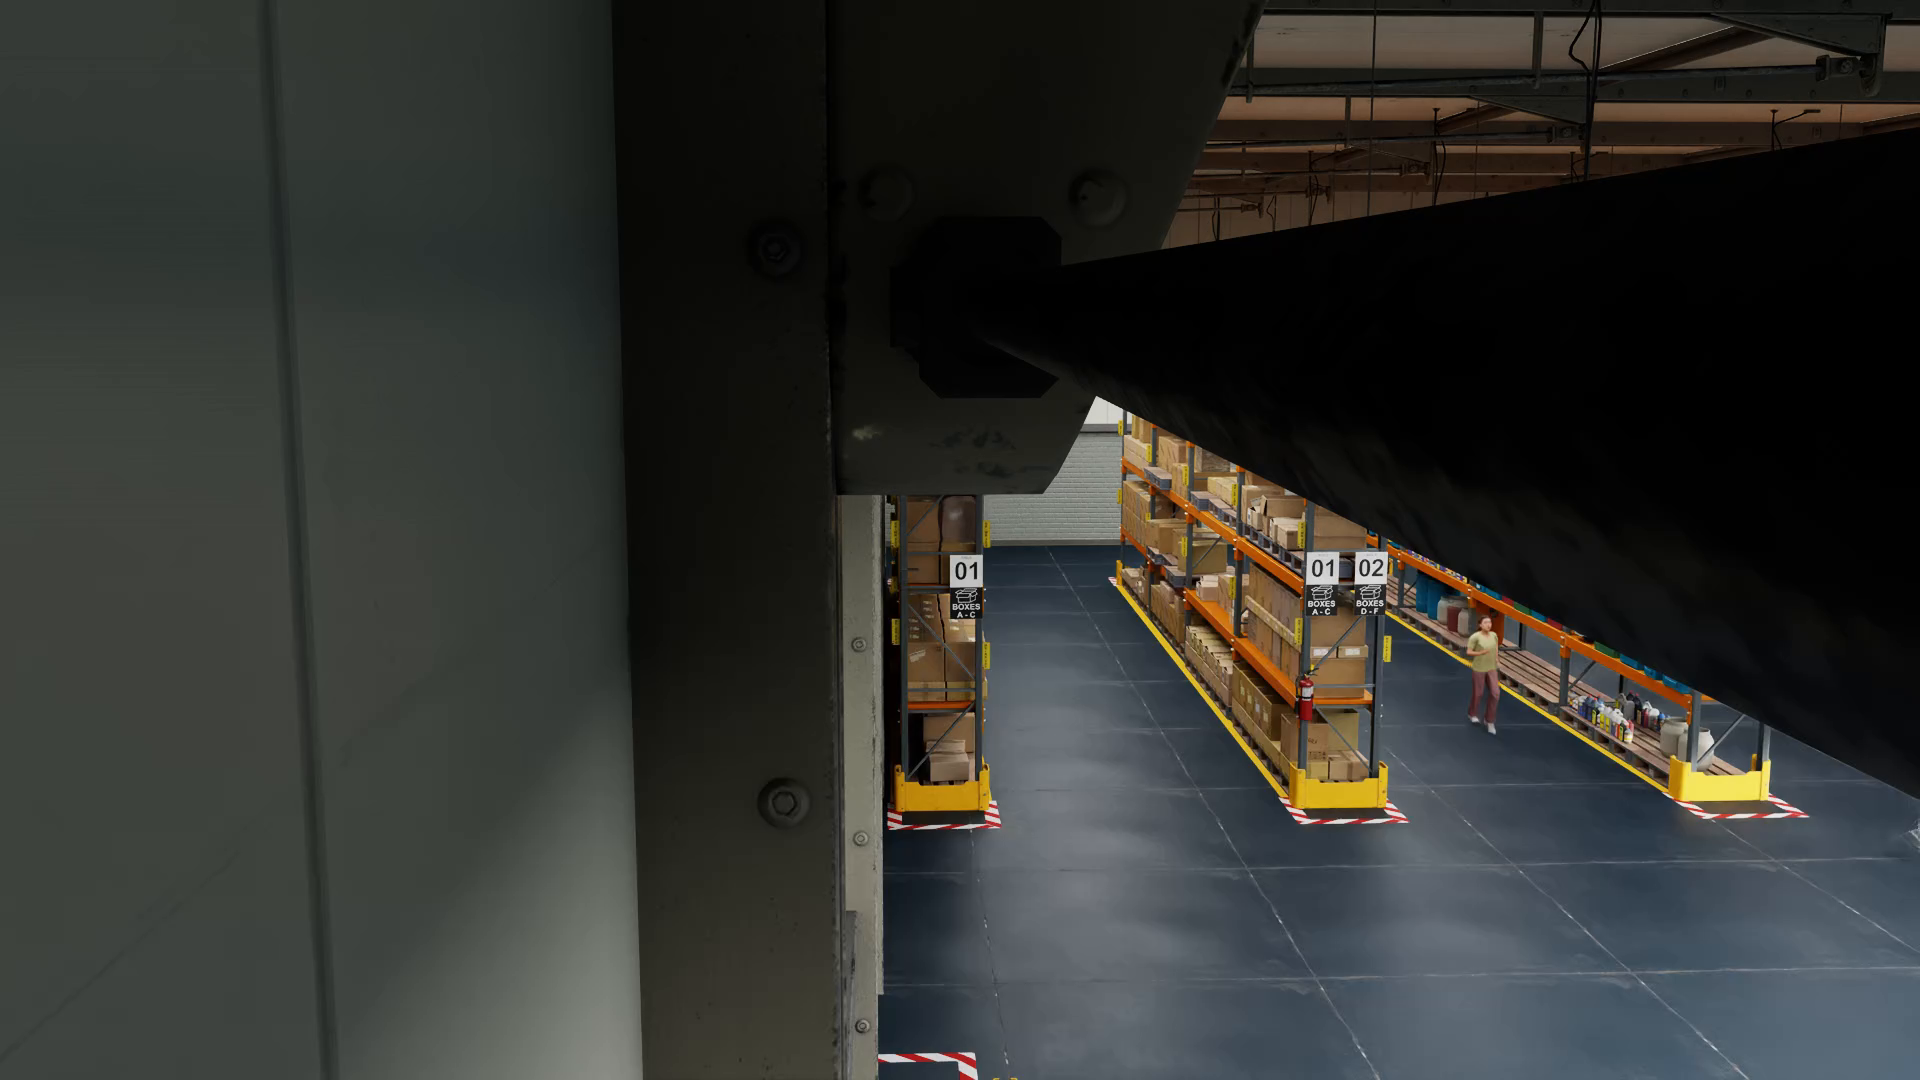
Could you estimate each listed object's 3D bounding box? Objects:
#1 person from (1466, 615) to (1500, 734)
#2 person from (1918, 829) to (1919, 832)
[{"bbox_3d":[7.643,1.933,24.293,0.559,1.717,0.698,-1,8,-4],"label":"person"},{"bbox_3d":[11.185,2.791,18.527,0.807,1.703,0.609,7,11,37],"label":"person"}]
